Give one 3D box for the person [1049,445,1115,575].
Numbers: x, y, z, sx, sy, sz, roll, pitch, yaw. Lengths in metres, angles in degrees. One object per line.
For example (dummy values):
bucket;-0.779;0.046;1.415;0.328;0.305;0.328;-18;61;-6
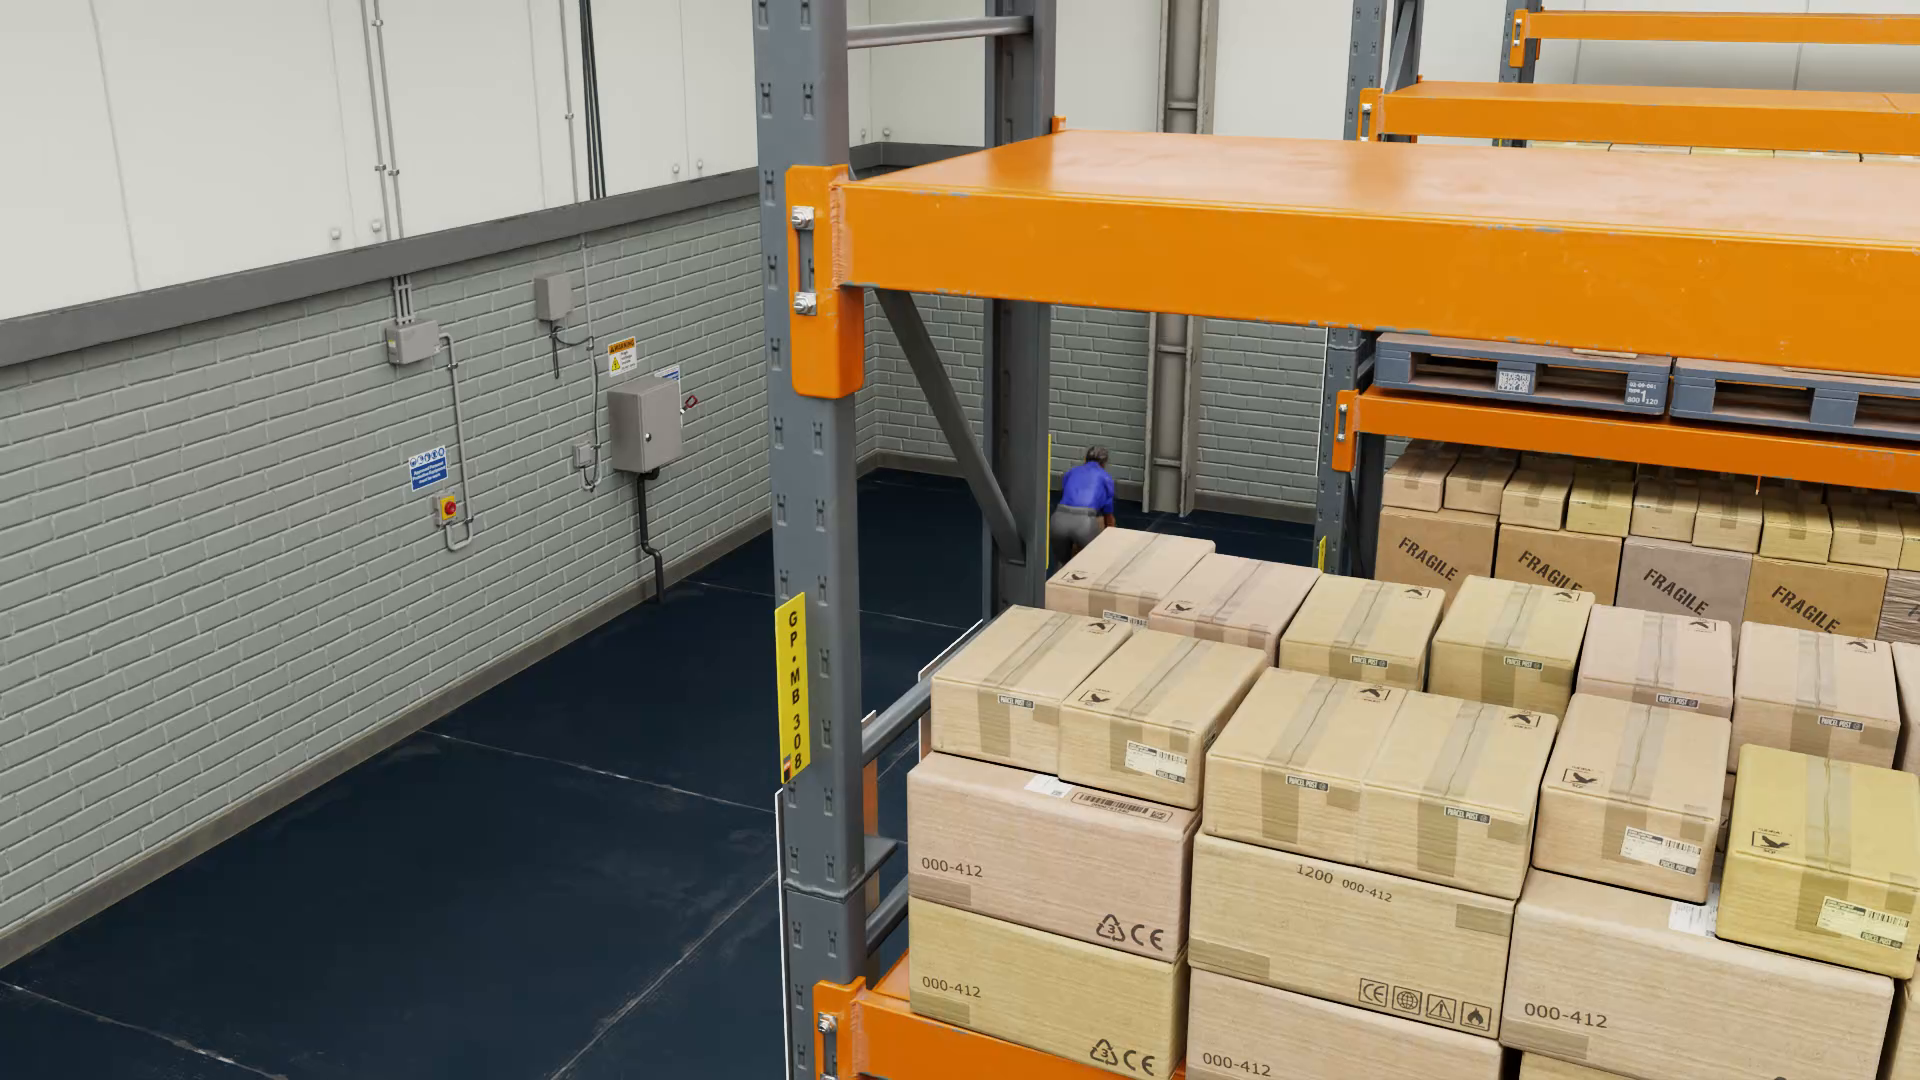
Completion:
person;0.911;-0.007;12.221;0.418;1.253;0.813;8;21;21
